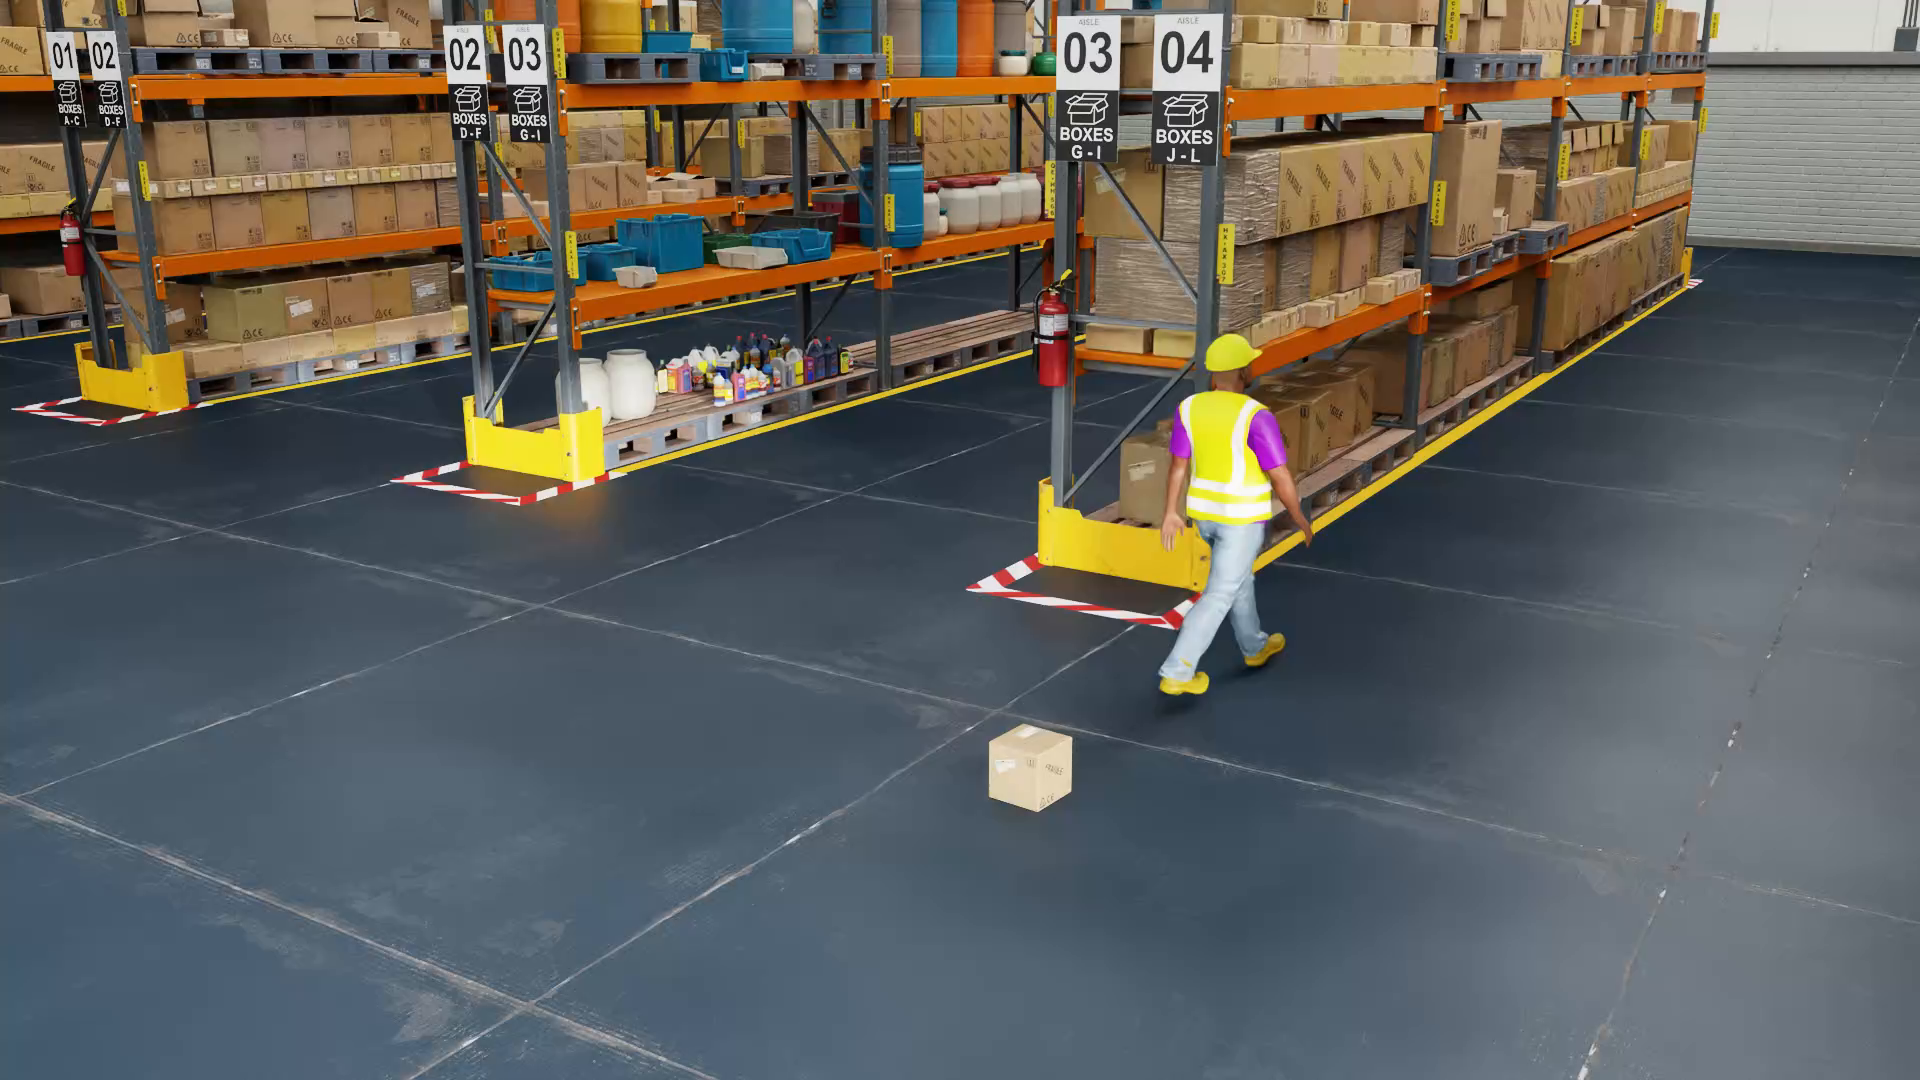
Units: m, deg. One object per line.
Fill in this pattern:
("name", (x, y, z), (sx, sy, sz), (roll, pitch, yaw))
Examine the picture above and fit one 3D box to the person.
("person", (1.336, -0.130, 7.949), (1.047, 1.724, 0.613), (-13, 20, -38))
